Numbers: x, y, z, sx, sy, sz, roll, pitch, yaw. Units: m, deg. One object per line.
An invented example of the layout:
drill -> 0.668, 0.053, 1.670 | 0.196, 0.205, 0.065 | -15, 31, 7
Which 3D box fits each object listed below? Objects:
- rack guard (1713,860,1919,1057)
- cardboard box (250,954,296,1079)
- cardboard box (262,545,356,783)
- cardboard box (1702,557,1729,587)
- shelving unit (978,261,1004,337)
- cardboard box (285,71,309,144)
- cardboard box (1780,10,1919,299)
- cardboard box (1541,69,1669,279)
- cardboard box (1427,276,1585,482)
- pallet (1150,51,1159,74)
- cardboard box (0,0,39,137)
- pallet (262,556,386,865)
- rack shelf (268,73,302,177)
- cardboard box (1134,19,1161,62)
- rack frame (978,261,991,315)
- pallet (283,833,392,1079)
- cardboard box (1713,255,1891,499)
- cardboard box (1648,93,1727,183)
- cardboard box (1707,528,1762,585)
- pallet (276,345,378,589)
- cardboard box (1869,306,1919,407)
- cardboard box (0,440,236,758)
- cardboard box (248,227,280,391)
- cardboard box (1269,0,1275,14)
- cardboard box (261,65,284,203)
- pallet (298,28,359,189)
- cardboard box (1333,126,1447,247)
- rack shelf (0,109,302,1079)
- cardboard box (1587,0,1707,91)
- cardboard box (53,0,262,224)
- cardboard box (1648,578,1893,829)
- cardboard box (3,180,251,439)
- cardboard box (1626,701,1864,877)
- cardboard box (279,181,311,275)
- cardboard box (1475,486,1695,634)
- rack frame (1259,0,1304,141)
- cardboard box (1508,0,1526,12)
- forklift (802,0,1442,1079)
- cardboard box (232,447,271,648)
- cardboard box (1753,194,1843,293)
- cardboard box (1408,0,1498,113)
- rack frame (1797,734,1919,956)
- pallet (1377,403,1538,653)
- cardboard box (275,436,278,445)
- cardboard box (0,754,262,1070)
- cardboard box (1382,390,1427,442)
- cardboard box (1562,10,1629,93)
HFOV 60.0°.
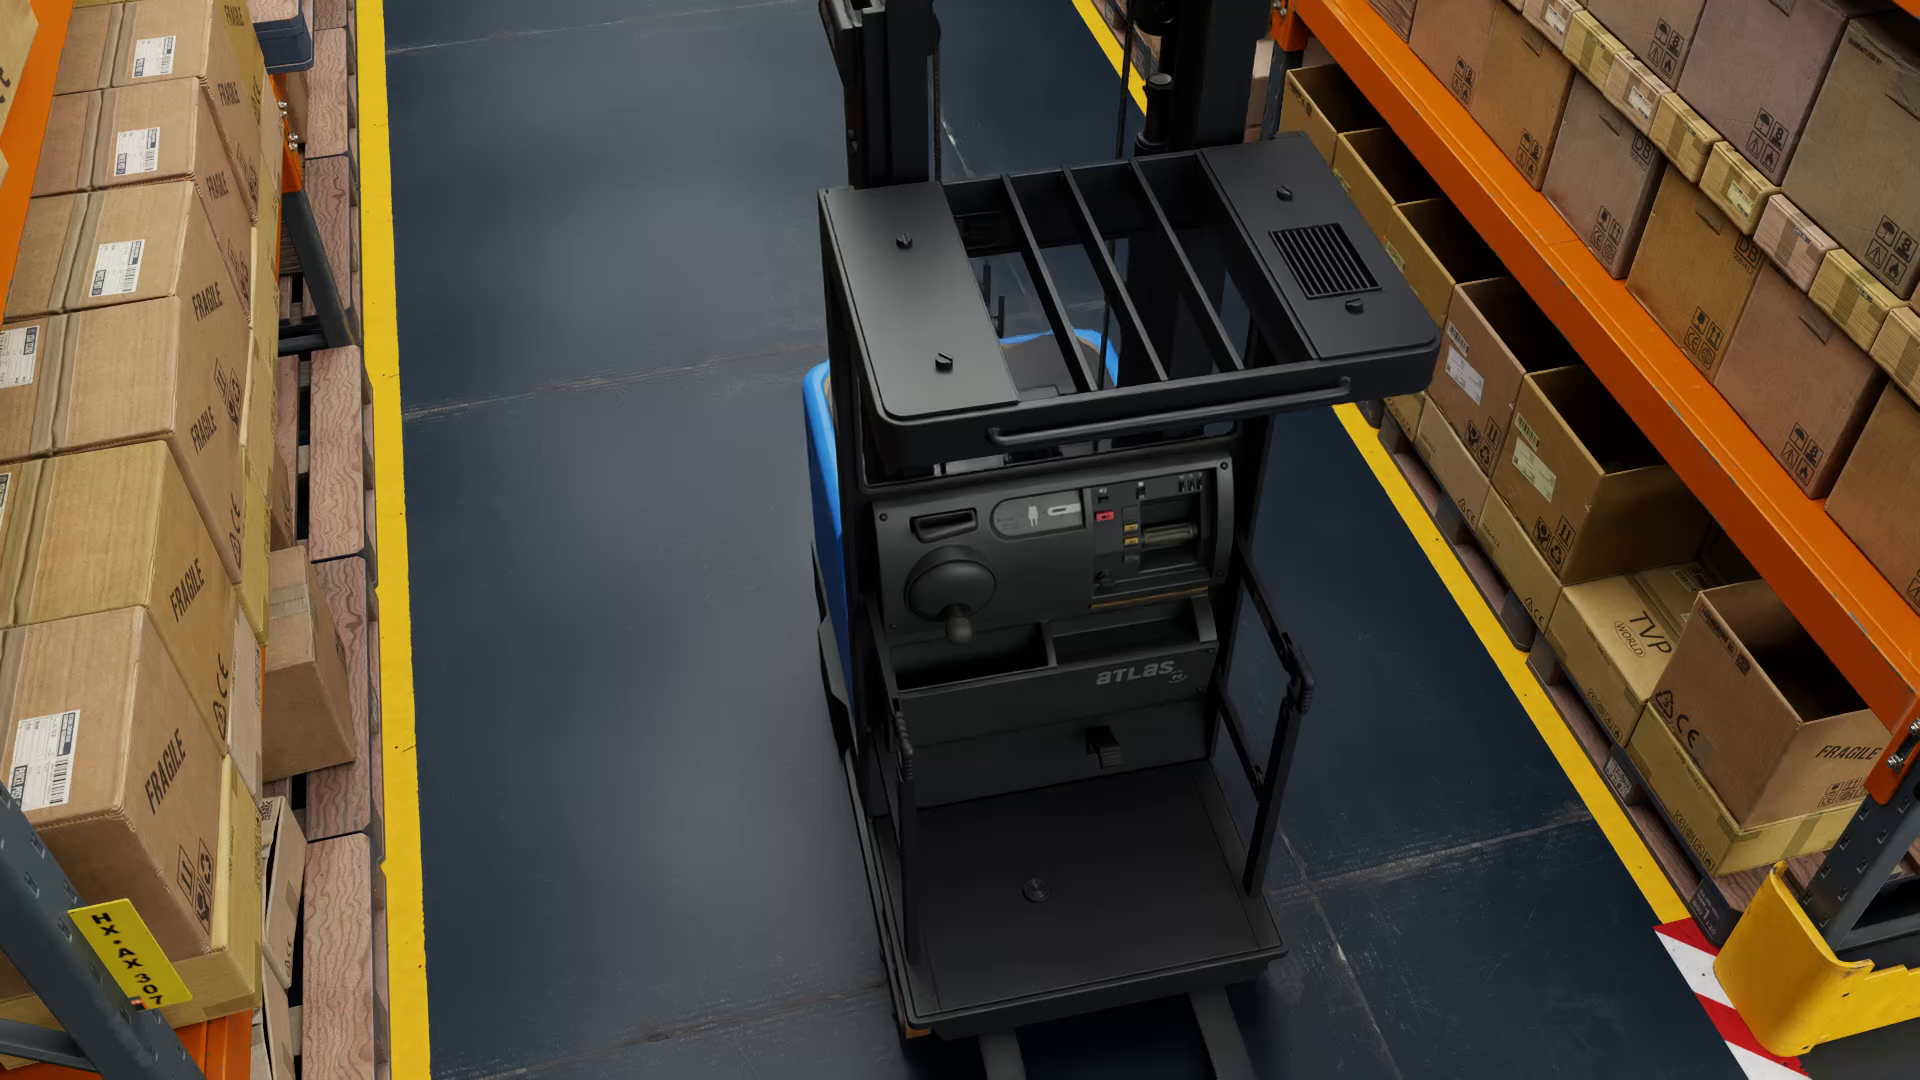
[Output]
rack guard -> 2.851, 1.100, 4.822 | 1.175, 0.500, 0.348 | -11, 47, -10
cardboard box -> -2.033, 1.409, 4.343 | 0.500, 0.311, 0.500 | -16, 48, -15
cardboard box -> -2.318, 0.434, 5.167 | 0.700, 0.500, 0.500 | -13, 47, -13
cardboard box -> 2.791, 0.268, 5.518 | 0.500, 0.250, 0.500 | -11, 47, -10
shelving unit -> 0.004, -0.413, 5.815 | 0.258, 1.200, 0.189 | -9, 46, -9
cardboard box -> -3.443, -2.137, 7.686 | 0.700, 0.500, 0.500 | -10, 46, -10
cardboard box -> 2.584, -1.004, 4.156 | 0.700, 0.500, 0.500 | -12, 47, -11
cardboard box -> 2.339, -1.220, 5.275 | 0.700, 0.500, 0.500 | -9, 46, -9
cardboard box -> 2.023, -0.588, 5.832 | 0.500, 0.500, 0.500 | -11, 47, -10
pallet -> 1.595, -2.079, 8.140 | 1.003, 0.211, 1.213 | -11, 47, -10
cardboard box -> -2.026, -0.987, 2.933 | 0.500, 0.500, 0.500 | -9, 46, -8
pallet -> -2.445, 0.632, 5.483 | 1.003, 0.211, 1.213 | -11, 47, -10
rack shelf -> -3.479, -2.774, 7.372 | 1.077, 0.370, 4.000 | -11, 47, -10
cardboard box -> 1.175, -2.674, 8.402 | 0.500, 0.250, 0.500 | -10, 46, -9
rack frame -> -0.016, -0.477, 5.877 | 0.240, 1.200, 0.006 | -9, 46, -9
pallet -> -2.136, 1.473, 4.659 | 1.003, 0.211, 1.213 | -11, 47, -10
cardboard box -> 2.599, -0.513, 4.583 | 0.700, 0.500, 0.500 | -10, 46, -9
cardboard box -> 2.230, -1.177, 4.779 | 0.380, 0.149, 0.250 | -10, 46, -9
cardboard box -> 2.793, 0.005, 5.251 | 0.500, 0.500, 0.500 | -11, 47, -10
pallet -> -2.760, -0.212, 6.310 | 1.003, 0.211, 1.213 | -11, 47, -10
cardboard box -> 2.495, -0.463, 4.080 | 0.380, 0.149, 0.250 | -10, 46, -9
cardboard box -> -1.891, 0.172, 3.547 | 0.500, 0.500, 0.500 | -11, 47, -10
cardboard box -> -2.289, -0.638, 4.866 | 0.500, 0.250, 0.500 | -11, 47, -11
cardboard box -> 1.301, -2.520, 7.858 | 0.500, 0.311, 0.500 | -10, 46, -9
cardboard box -> -2.552, -1.328, 5.542 | 0.500, 0.250, 0.500 | -11, 47, -10
pallet -> -3.483, -2.050, 8.112 | 1.003, 0.211, 1.213 | -11, 47, -10
cardboard box -> 1.773, -1.279, 6.510 | 0.500, 0.500, 0.500 | -11, 47, -10
rack shelf -> -2.455, -0.013, 4.666 | 1.077, 0.370, 4.000 | -11, 47, -10
cardboard box -> 2.326, -1.698, 4.835 | 0.700, 0.500, 0.500 | -11, 47, -10
cardboard box -> -2.413, -1.249, 4.940 | 0.500, 0.500, 0.500 | -11, 47, -11
cardboard box -> 2.420, 0.445, 4.820 | 0.500, 0.500, 0.500 | -11, 47, -10
cardboard box -> -2.161, -0.540, 4.245 | 0.500, 0.500, 0.500 | -9, 46, -9
cardboard box -> 2.422, 0.707, 5.088 | 0.500, 0.250, 0.500 | -11, 47, -10
cardboard box -> -3.171, -1.429, 6.993 | 0.700, 0.500, 0.500 | -9, 46, -9
cardboard box -> 2.153, 0.019, 5.762 | 0.500, 0.250, 0.500 | -11, 47, -10
rack frame -> 1.821, -2.554, 6.652 | 1.000, 3.000, 0.127 | -11, 47, -10
cardboard box -> 1.965, -1.890, 5.477 | 0.380, 0.149, 0.250 | -12, 47, -12
forklift -> 0.294, 0.115, 4.085 | 1.130, 2.935, 3.031 | -9, 46, -9
cardboard box -> -2.032, 0.058, 4.184 | 0.500, 0.250, 0.500 | -11, 47, -11
cardboard box -> 2.367, -0.814, 4.423 | 0.380, 0.149, 0.250 | -10, 46, -10
cardboard box -> 2.082, -1.920, 5.962 | 0.700, 0.500, 0.500 | -11, 47, -11
rack frame -> 2.845, 0.208, 3.946 | 1.000, 3.000, 0.127 | -11, 47, -10
pallet -> 2.300, -0.177, 6.276 | 1.003, 0.211, 1.213 | -11, 47, -10
cardboard box -> -2.801, -0.444, 6.260 | 0.380, 0.166, 0.250 | -16, 48, -15
cardboard box -> -1.761, 0.767, 3.489 | 0.500, 0.250, 0.500 | -12, 47, -11
cardboard box -> 1.893, -0.670, 6.438 | 0.500, 0.250, 0.500 | -11, 47, -10
cardboard box -> 2.103, -1.526, 5.121 | 0.380, 0.149, 0.250 | -11, 47, -11
